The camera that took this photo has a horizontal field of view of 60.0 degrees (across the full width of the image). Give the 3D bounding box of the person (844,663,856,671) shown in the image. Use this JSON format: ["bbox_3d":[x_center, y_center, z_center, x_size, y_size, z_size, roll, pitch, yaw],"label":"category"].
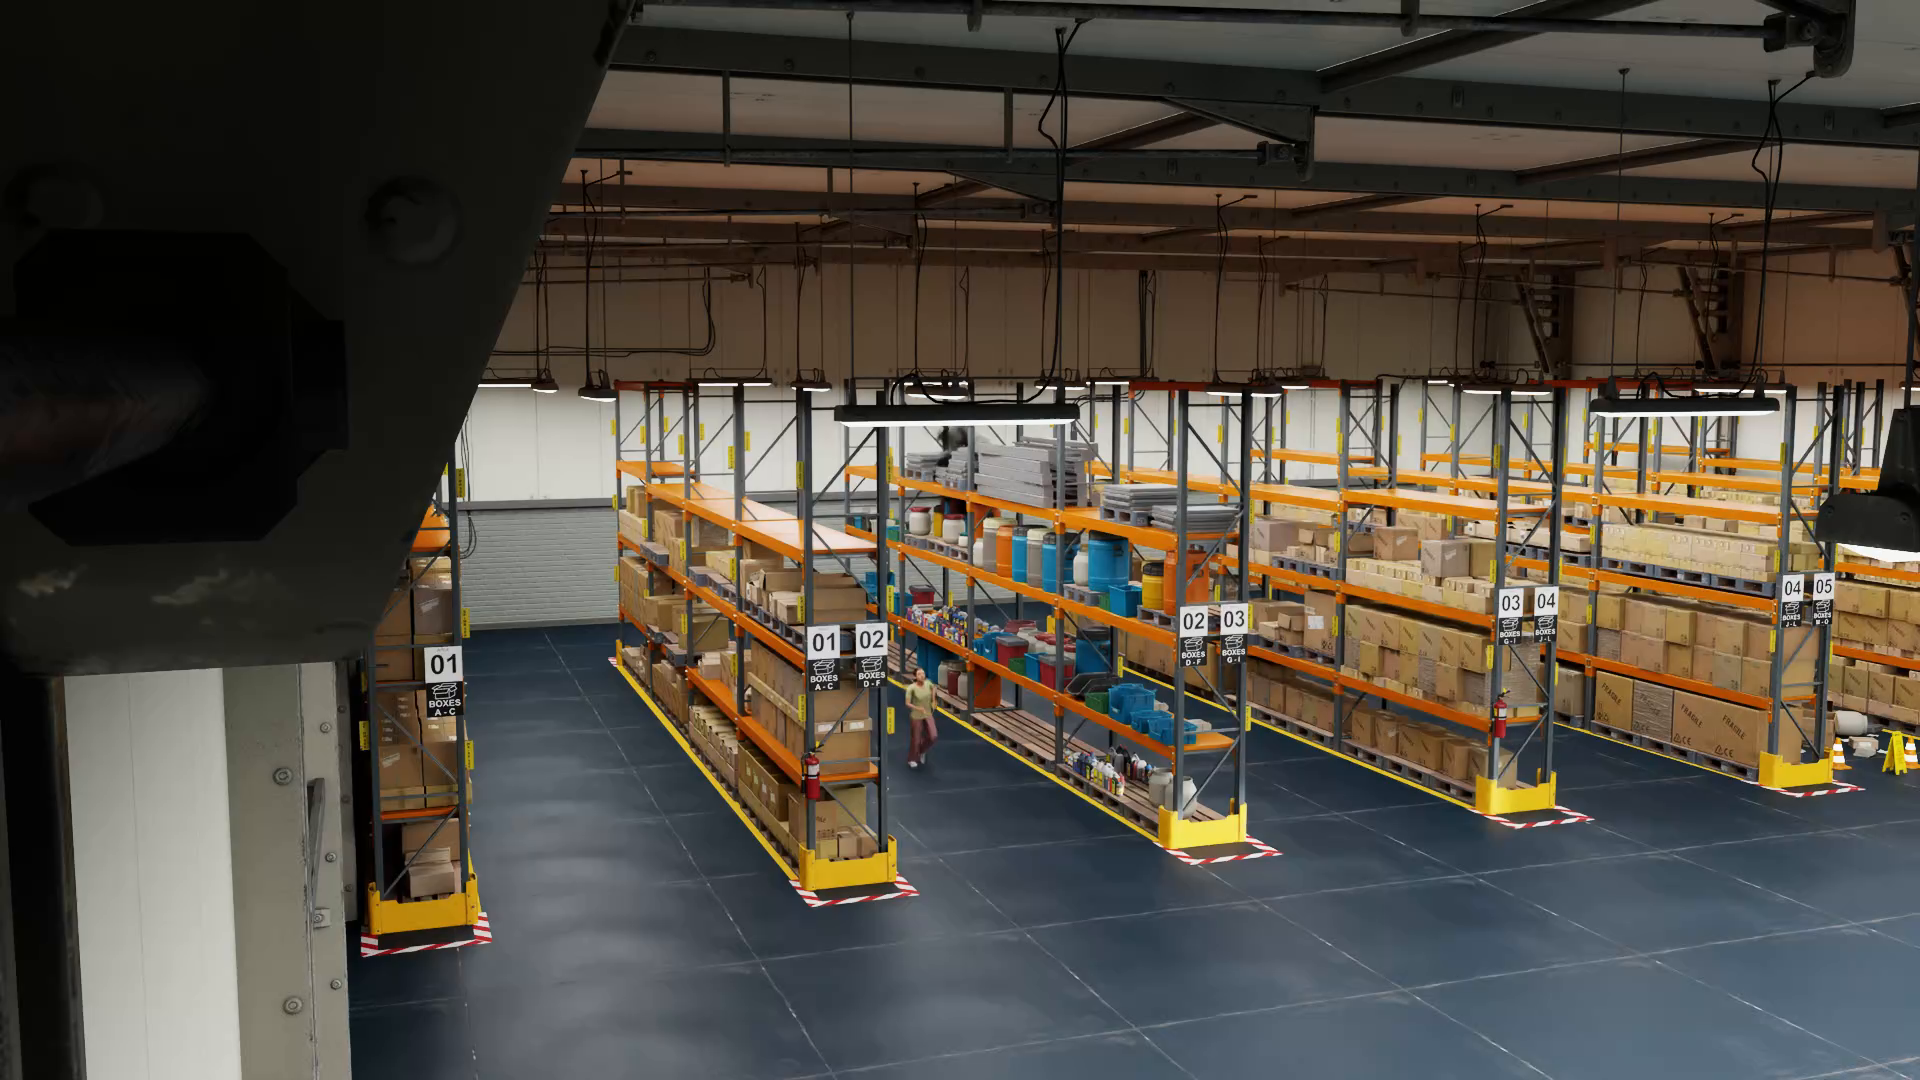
[{"bbox_3d":[-2.036,2.368,29.342,0.688,1.765,0.579,-3,7,-27],"label":"person"}]

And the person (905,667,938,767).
[{"bbox_3d":[-0.594,2.772,25.964,0.596,1.622,0.716,-3,7,-25],"label":"person"}]
